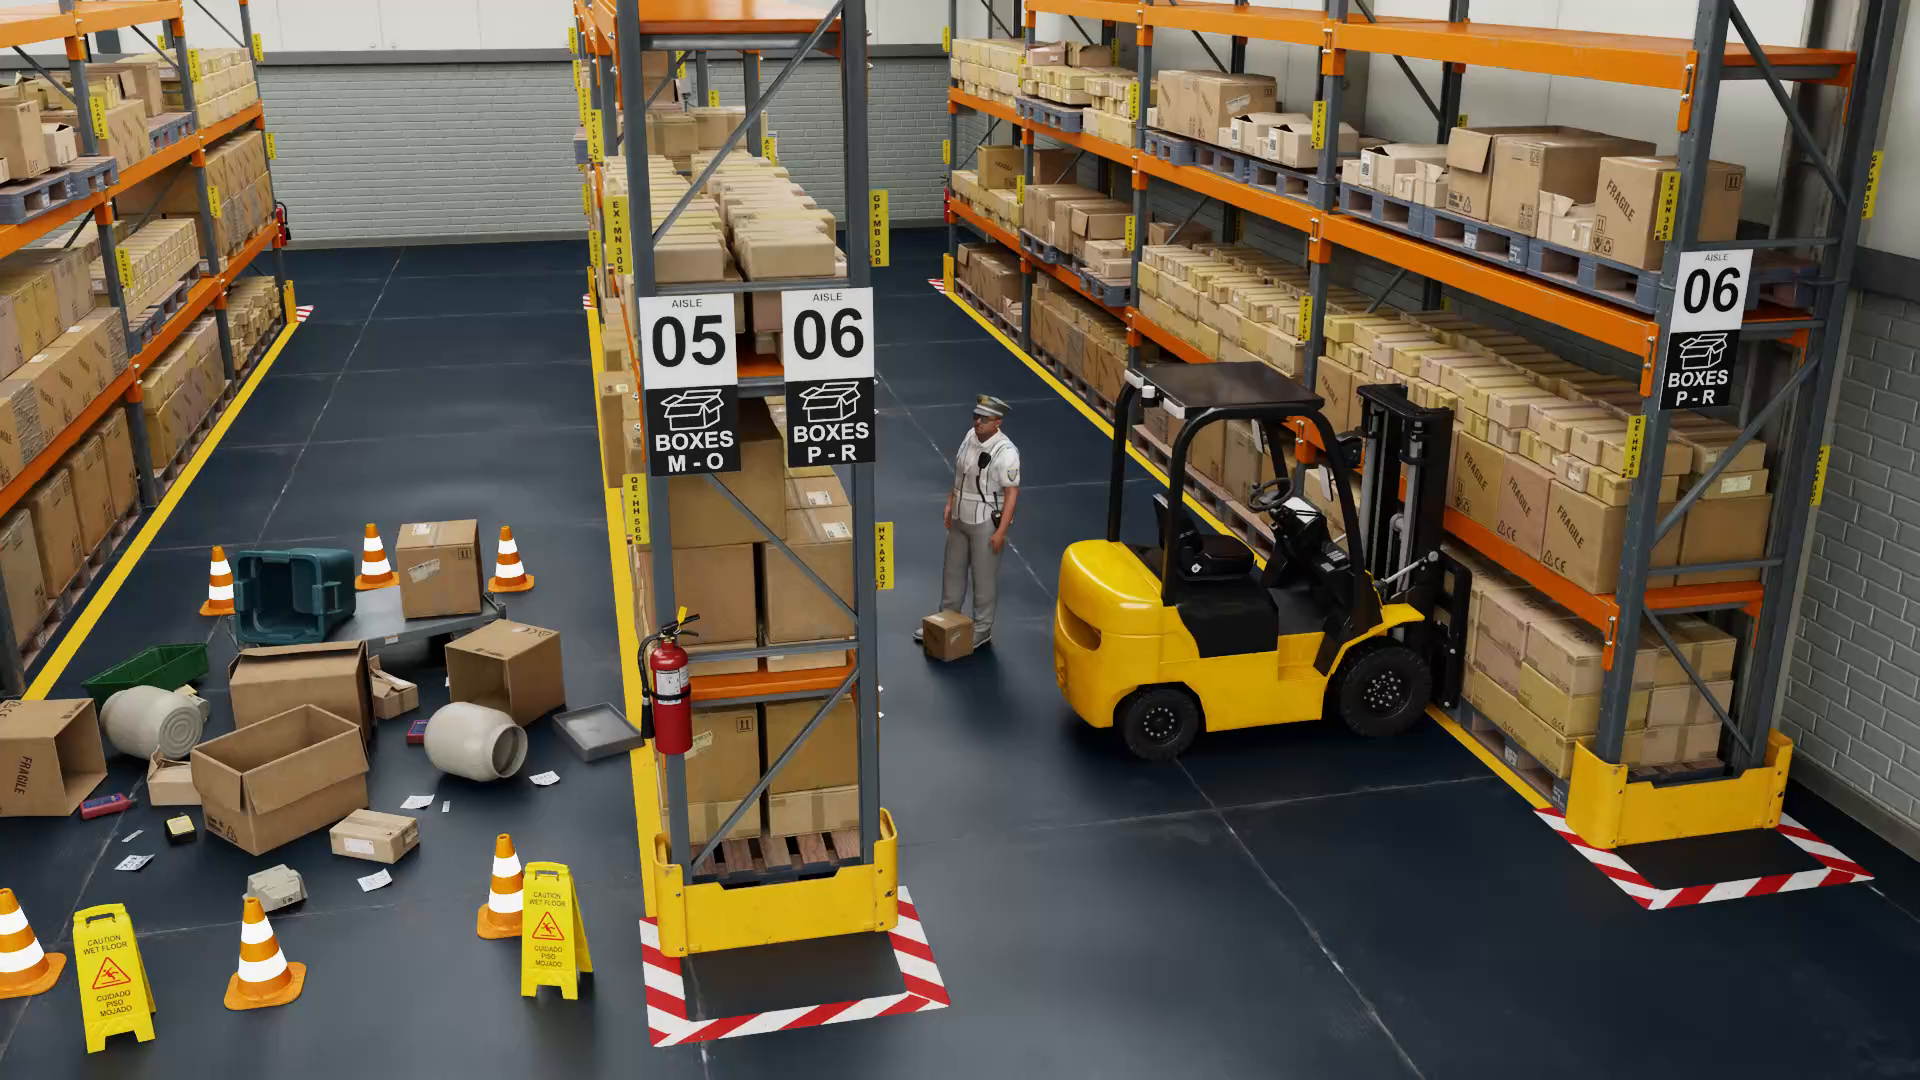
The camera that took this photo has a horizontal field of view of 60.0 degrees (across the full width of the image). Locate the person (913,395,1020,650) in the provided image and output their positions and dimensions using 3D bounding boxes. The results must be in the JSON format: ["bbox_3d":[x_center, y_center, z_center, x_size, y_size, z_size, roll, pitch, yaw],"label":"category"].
[{"bbox_3d":[0.066,-0.124,11.336,0.573,1.782,0.642,-14,24,-35],"label":"person"}]
